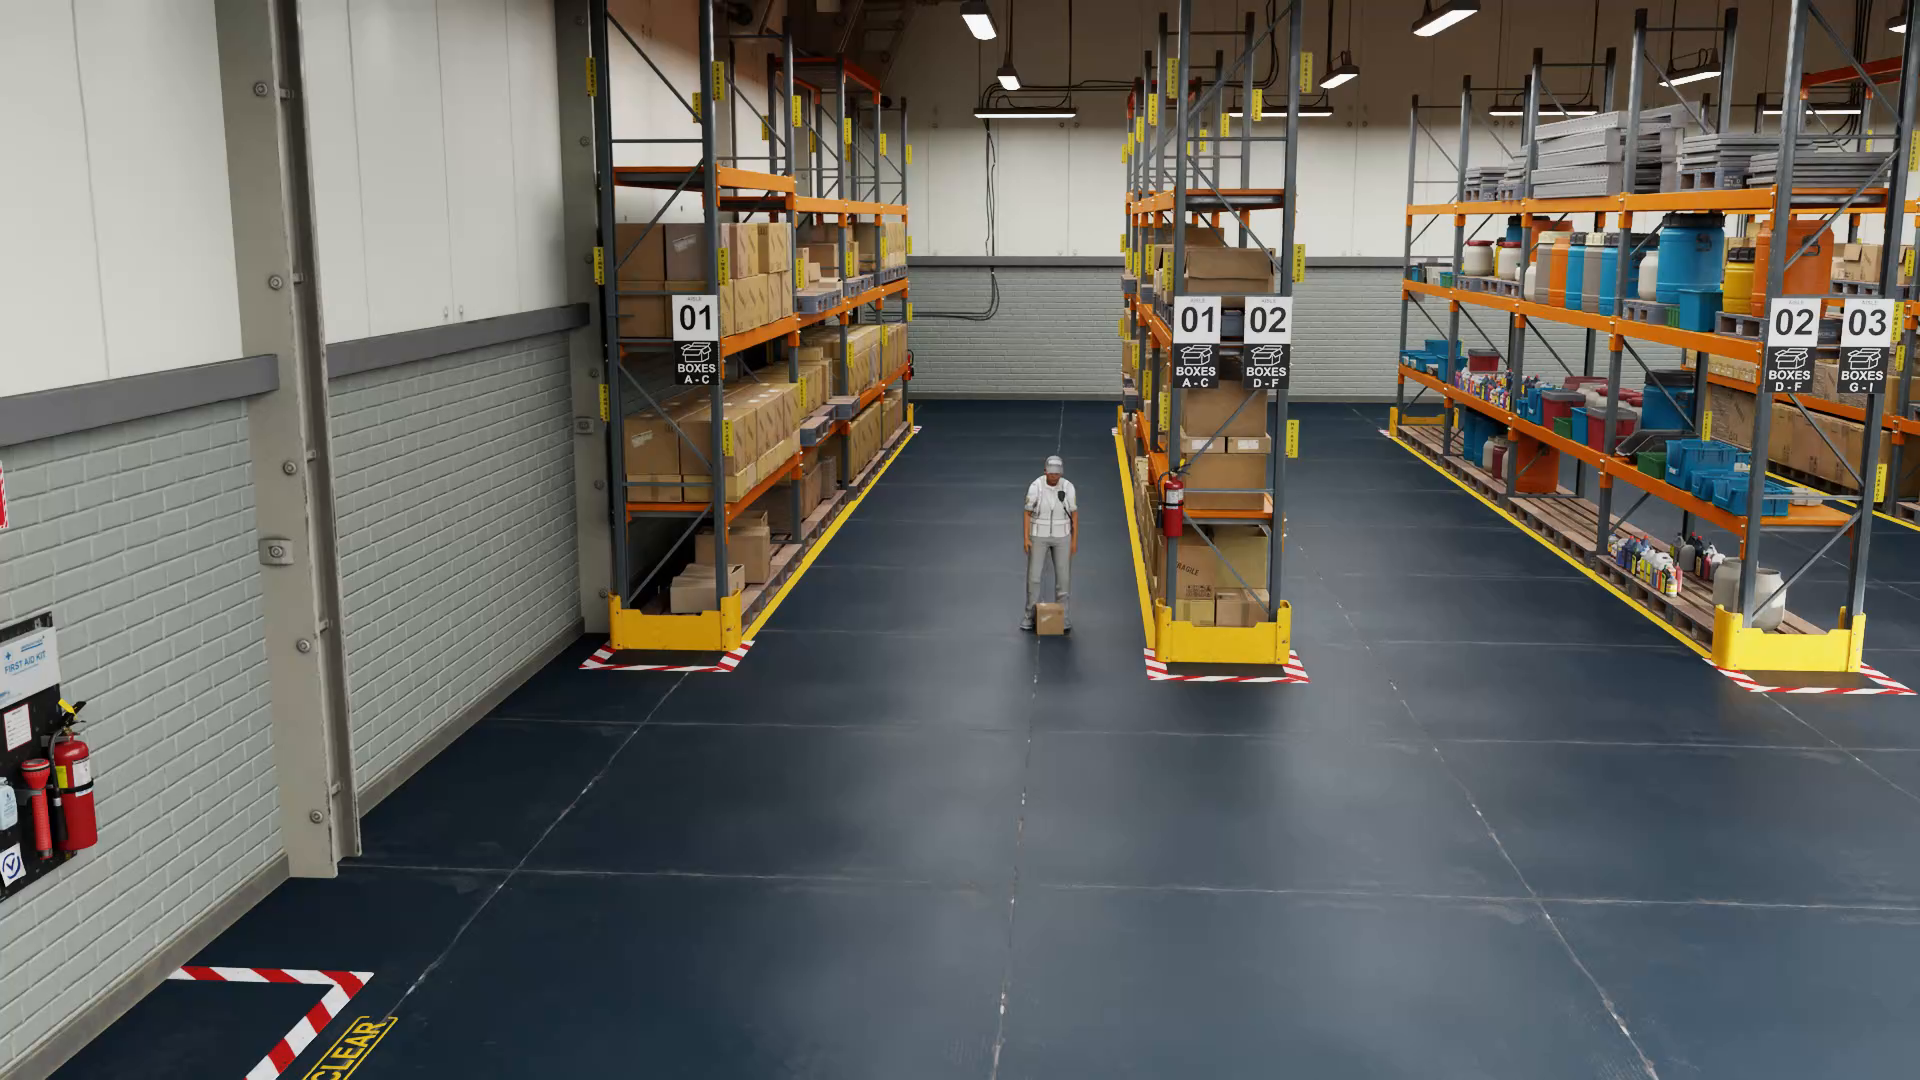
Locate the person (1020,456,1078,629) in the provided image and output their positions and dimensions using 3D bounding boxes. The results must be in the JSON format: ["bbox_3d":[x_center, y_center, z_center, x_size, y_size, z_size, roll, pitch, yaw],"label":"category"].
[{"bbox_3d":[0.852,0.013,15.848,0.549,1.664,0.470,0,11,0],"label":"person"}]
